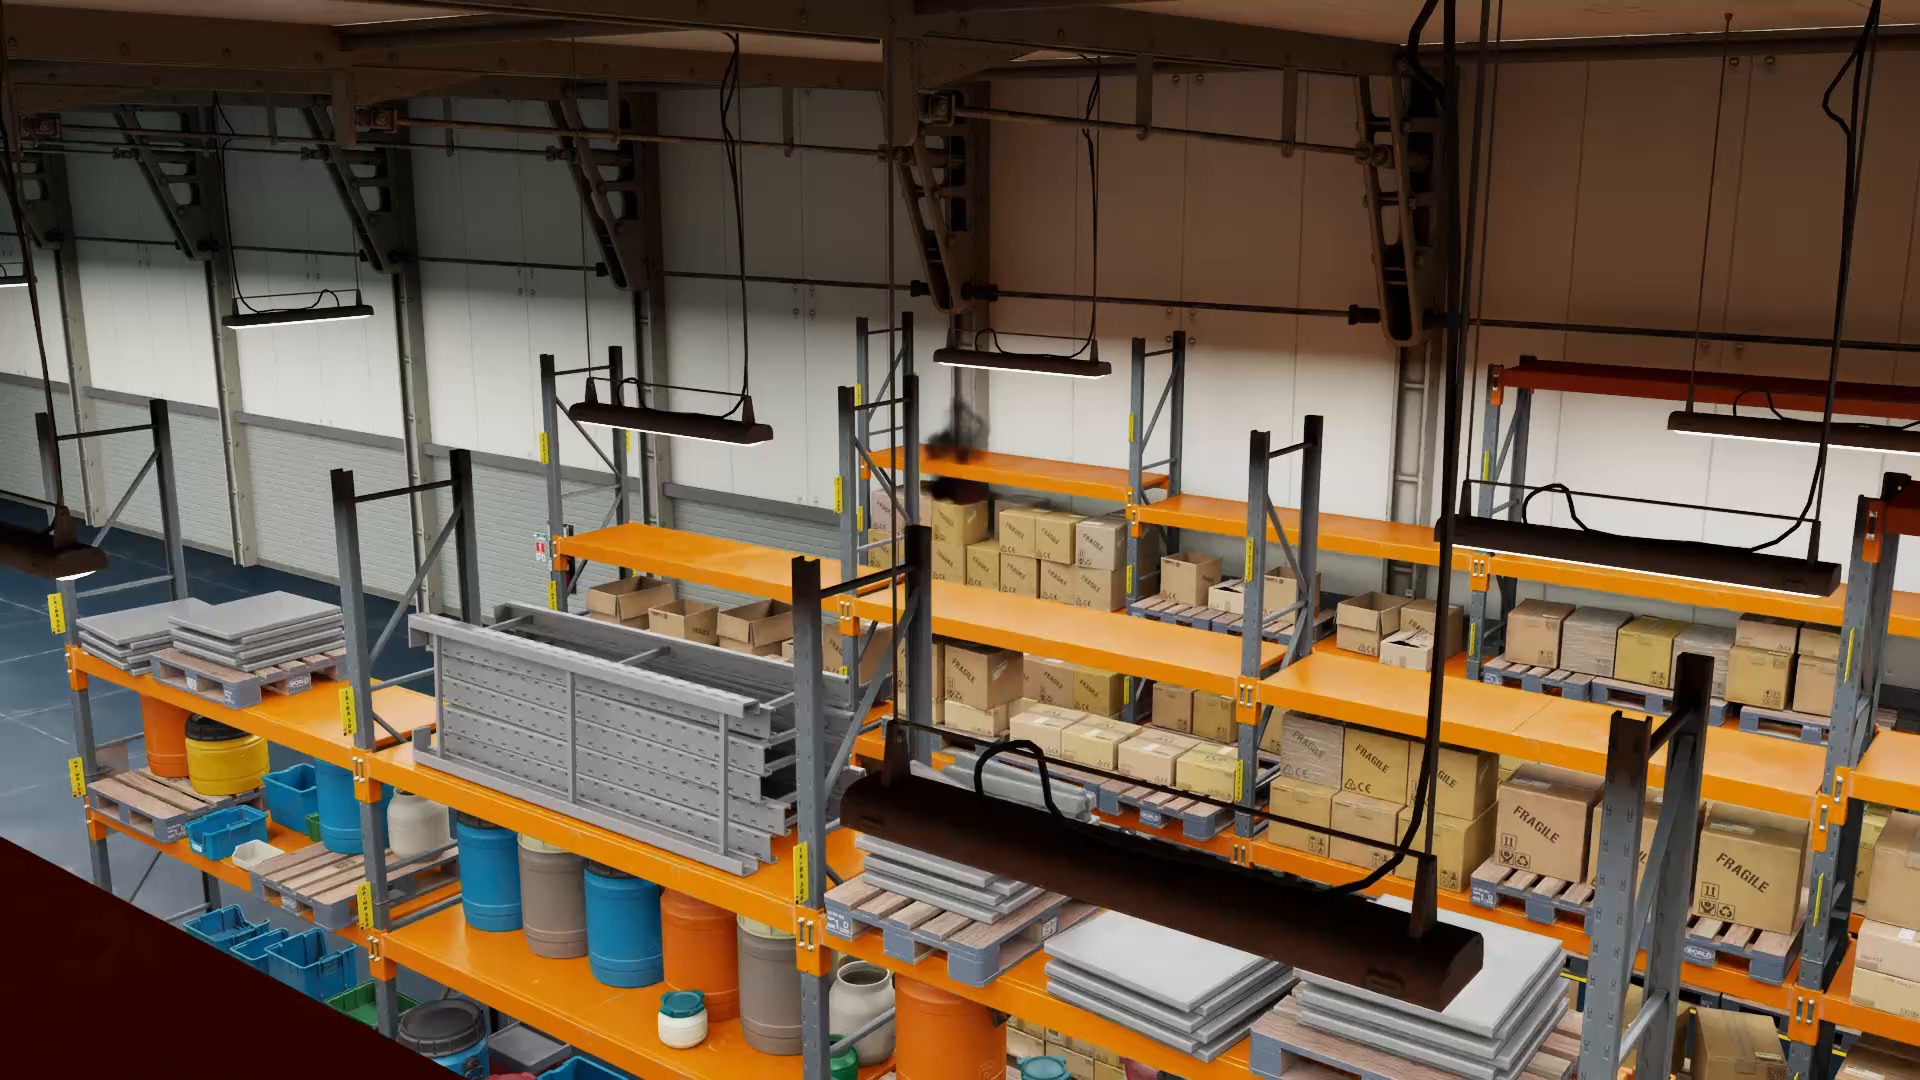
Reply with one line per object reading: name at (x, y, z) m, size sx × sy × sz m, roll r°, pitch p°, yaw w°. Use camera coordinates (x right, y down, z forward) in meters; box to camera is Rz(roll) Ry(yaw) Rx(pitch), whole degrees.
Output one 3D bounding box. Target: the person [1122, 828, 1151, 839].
person at (1.755, 3.564, 16.195) m, size 0.779 × 1.752 × 0.579 m, roll 9°, pitch 16°, yaw 33°
